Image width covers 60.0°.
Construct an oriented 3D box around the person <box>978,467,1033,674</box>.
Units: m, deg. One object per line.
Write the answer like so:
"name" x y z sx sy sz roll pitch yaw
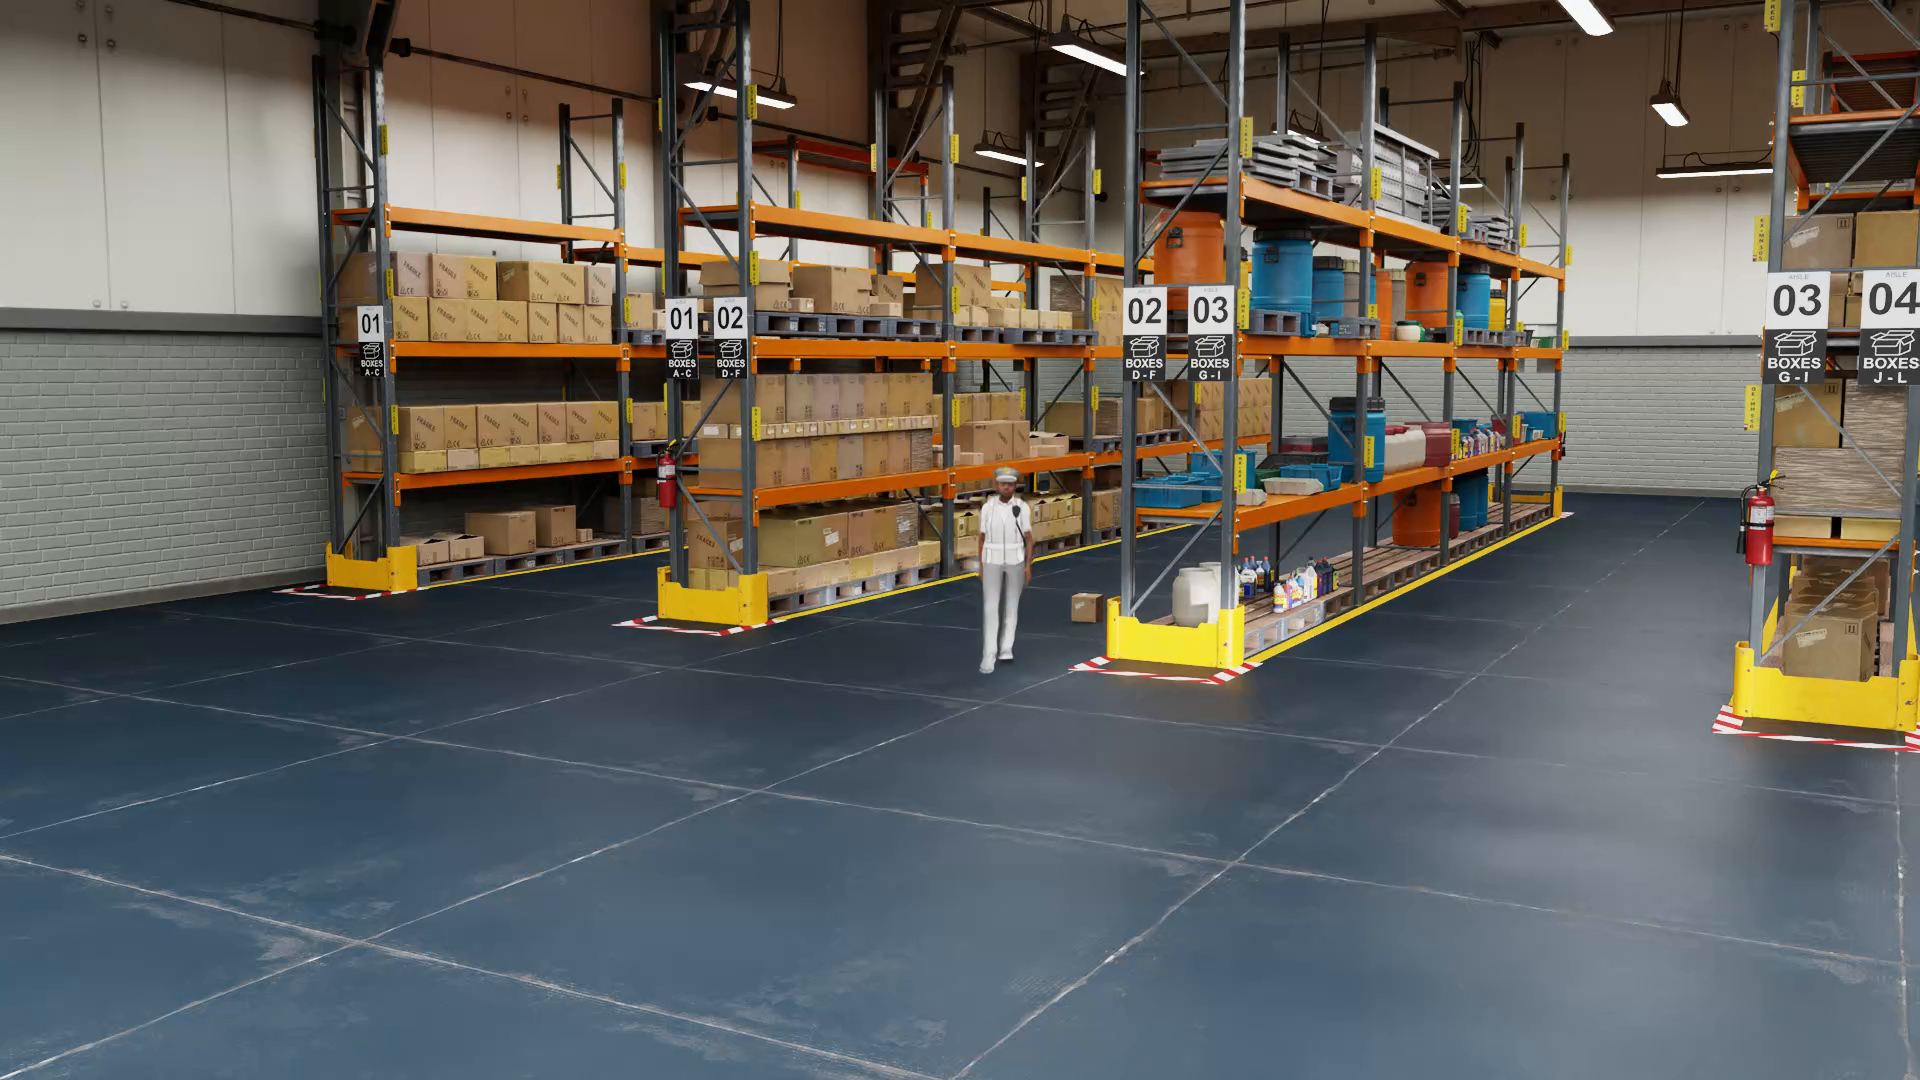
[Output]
"person" 0.386 0.227 14.006 0.462 1.686 0.788 0 6 0
